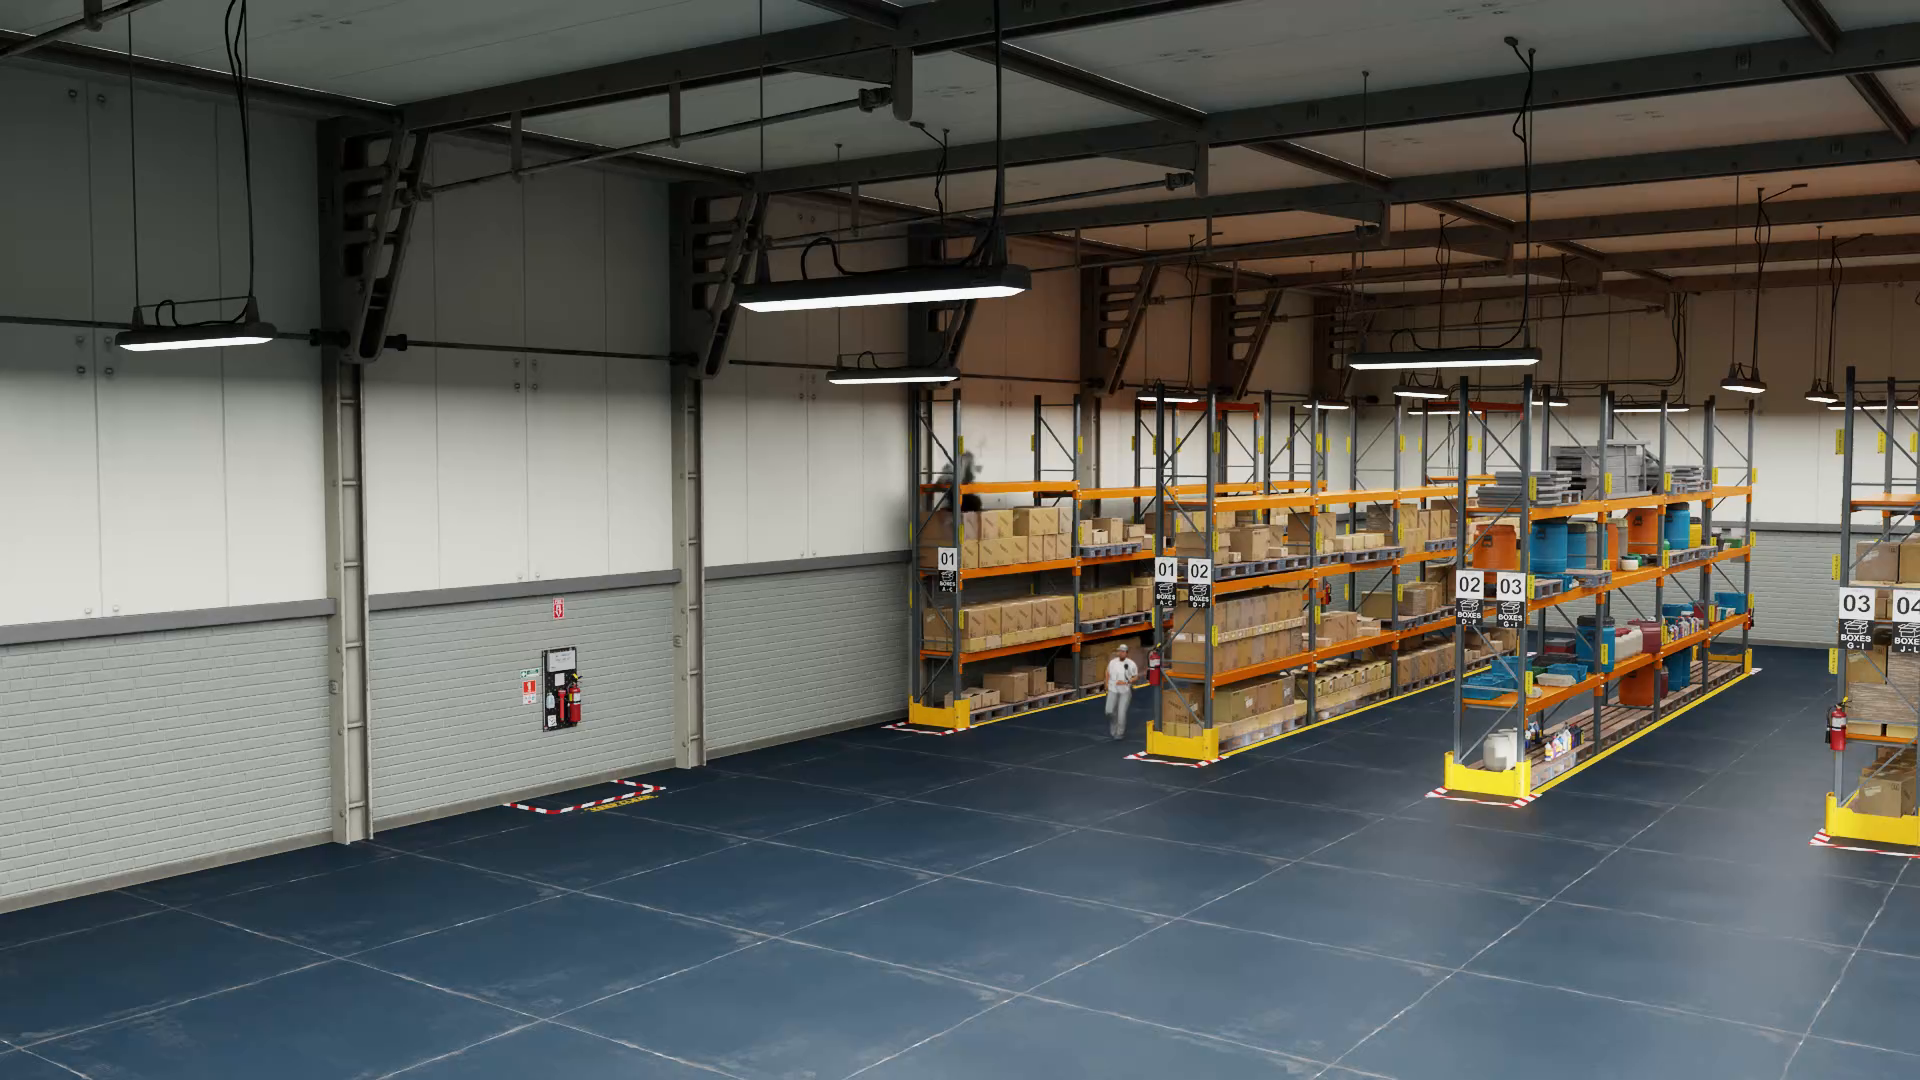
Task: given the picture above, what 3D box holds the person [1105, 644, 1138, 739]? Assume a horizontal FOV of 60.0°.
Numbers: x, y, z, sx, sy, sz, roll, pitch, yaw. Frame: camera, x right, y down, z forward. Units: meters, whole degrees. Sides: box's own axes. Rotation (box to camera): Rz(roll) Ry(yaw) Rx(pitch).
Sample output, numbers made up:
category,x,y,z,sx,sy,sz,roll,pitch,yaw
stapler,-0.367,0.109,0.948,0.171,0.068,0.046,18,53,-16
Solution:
category,x,y,z,sx,sy,sz,roll,pitch,yaw
person,2.722,2.582,28.274,0.617,1.614,0.546,1,3,19
